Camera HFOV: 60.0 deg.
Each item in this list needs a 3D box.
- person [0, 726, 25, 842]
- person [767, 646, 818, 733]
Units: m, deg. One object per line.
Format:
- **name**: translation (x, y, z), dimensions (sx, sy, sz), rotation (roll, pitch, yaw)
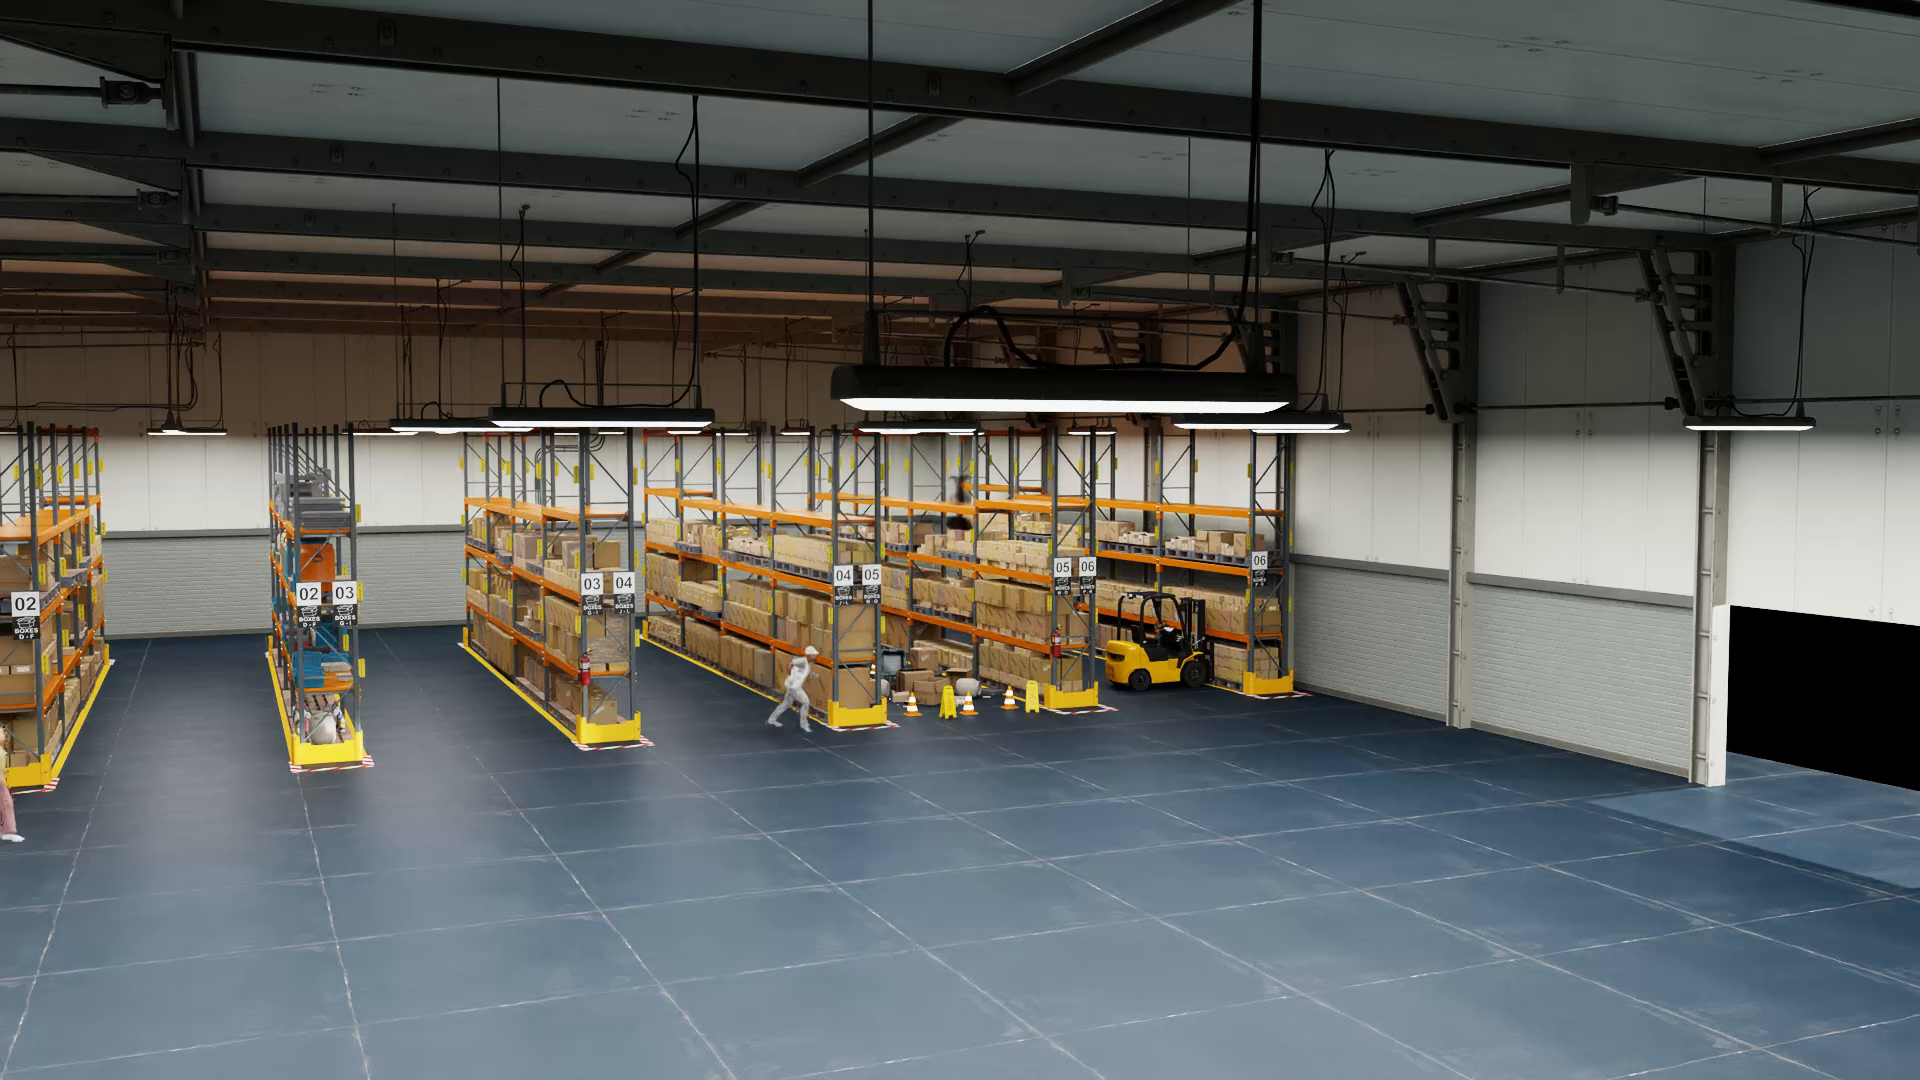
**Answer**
- **person**: translation (-13.771, 3.454, 23.599), dimensions (0.966, 1.662, 0.600), rotation (0, 3, -3)
- **person**: translation (-3.264, 2.928, 32.436), dimensions (1.038, 1.729, 0.729), rotation (0, 4, 8)
